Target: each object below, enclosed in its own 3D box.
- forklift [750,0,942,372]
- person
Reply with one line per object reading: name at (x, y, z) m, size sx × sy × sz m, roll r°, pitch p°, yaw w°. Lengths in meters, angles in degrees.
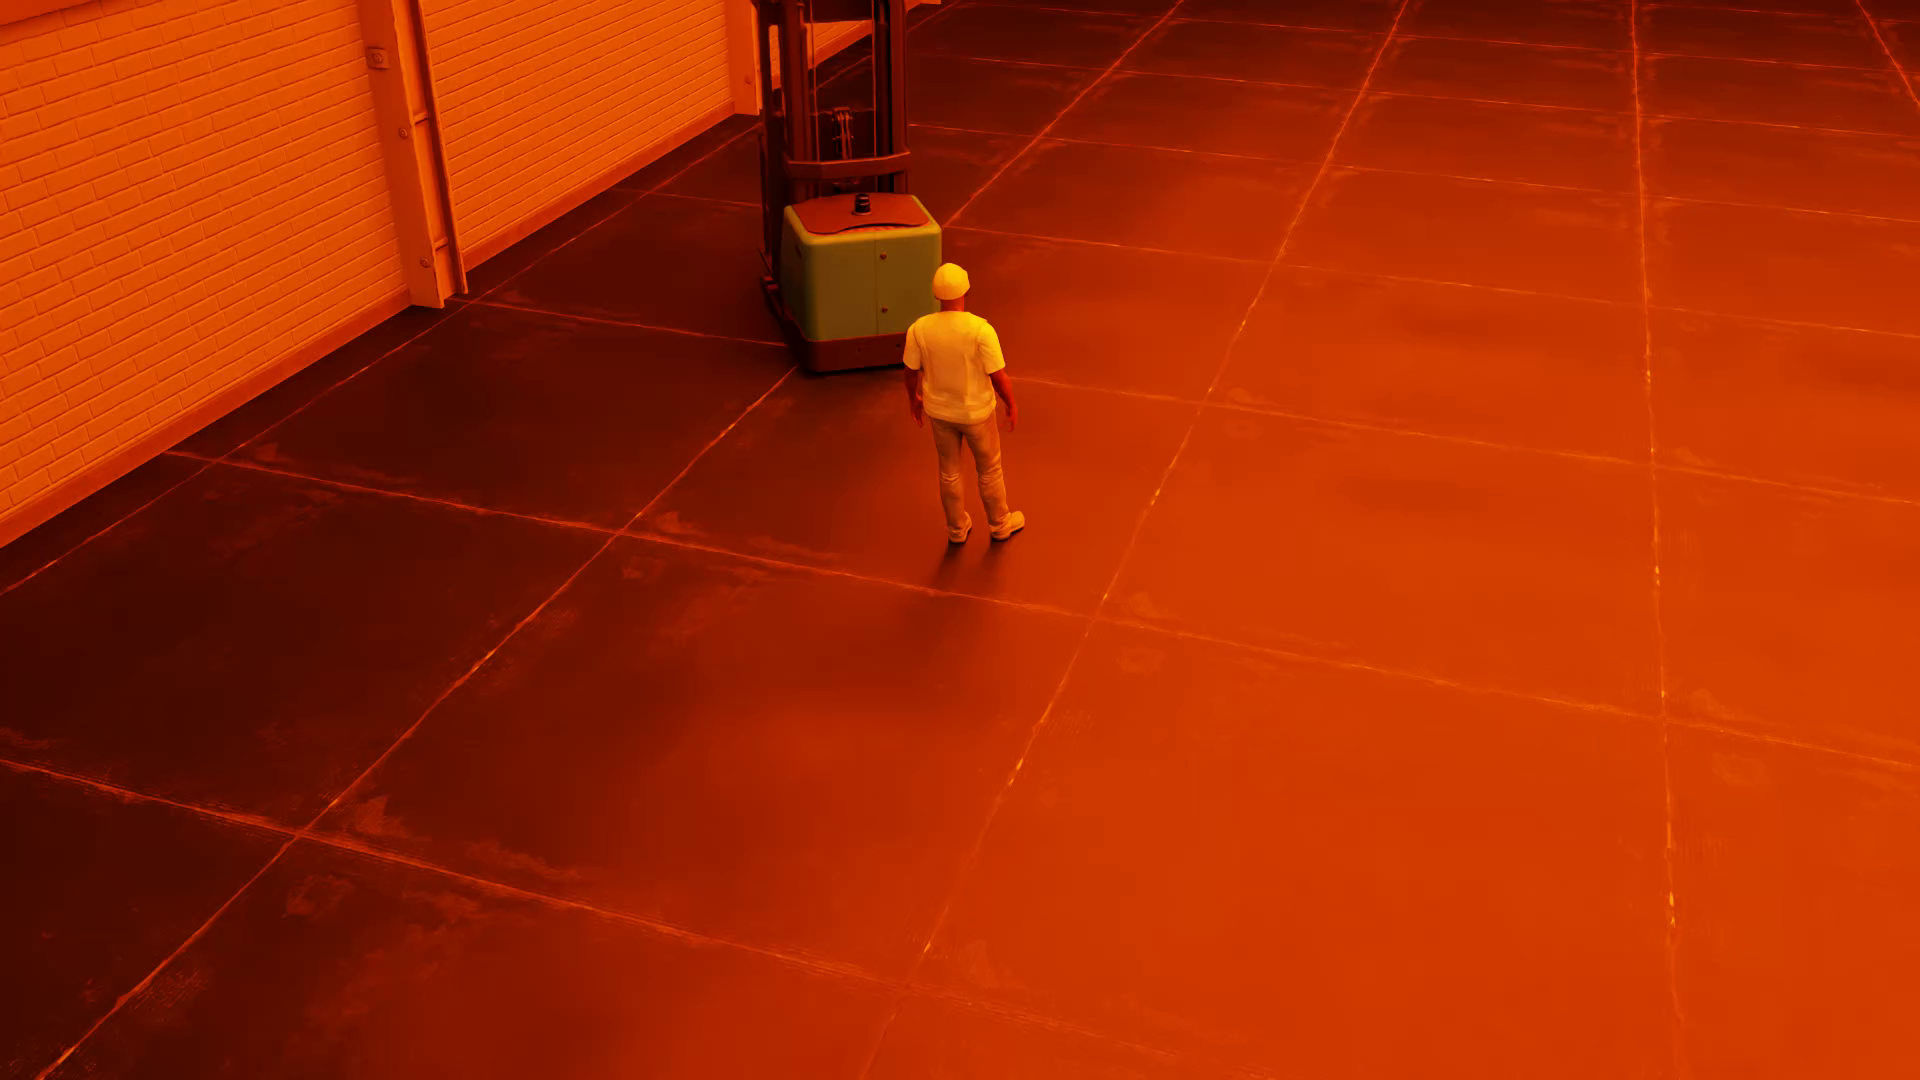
forklift at (-1.002, -3.211, 12.769) m, size 1.130 × 2.935 × 3.031 m, roll -8°, pitch 31°, yaw -13°
person at (0.028, -0.805, 9.710) m, size 0.665 × 1.765 × 0.577 m, roll 10°, pitch 31°, yaw 16°
